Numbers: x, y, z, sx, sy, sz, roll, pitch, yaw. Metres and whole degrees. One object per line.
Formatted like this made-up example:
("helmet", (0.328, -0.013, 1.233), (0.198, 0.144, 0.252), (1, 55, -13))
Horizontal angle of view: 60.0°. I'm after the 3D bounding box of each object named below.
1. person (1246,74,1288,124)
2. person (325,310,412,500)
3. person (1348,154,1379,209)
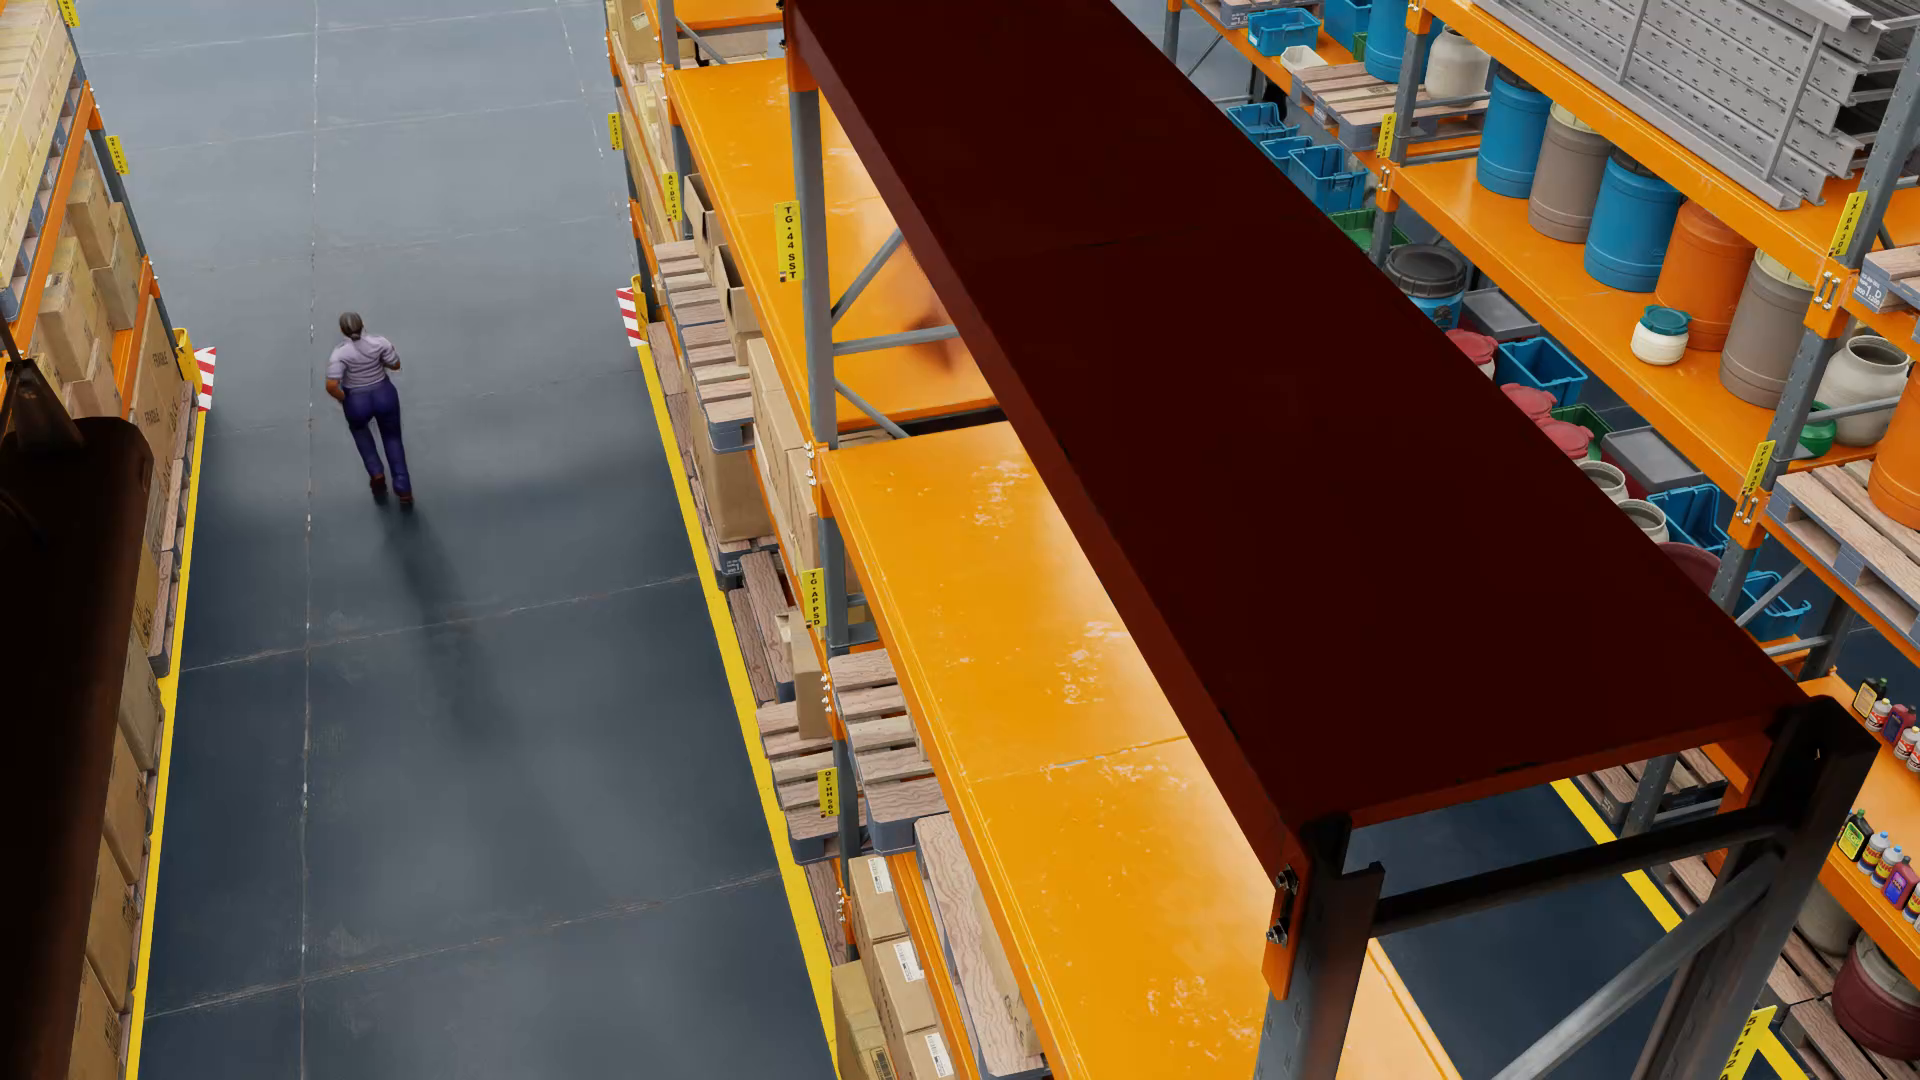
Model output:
("person", (3.097, -4.251, 16.861), (0.717, 1.676, 0.536), (-28, 46, -31))
("person", (-4.552, -1.042, 12.838), (0.582, 1.695, 0.680), (-17, 41, -20))
("person", (3.900, -3.458, 15.954), (0.540, 1.543, 0.555), (-13, 40, -16))
